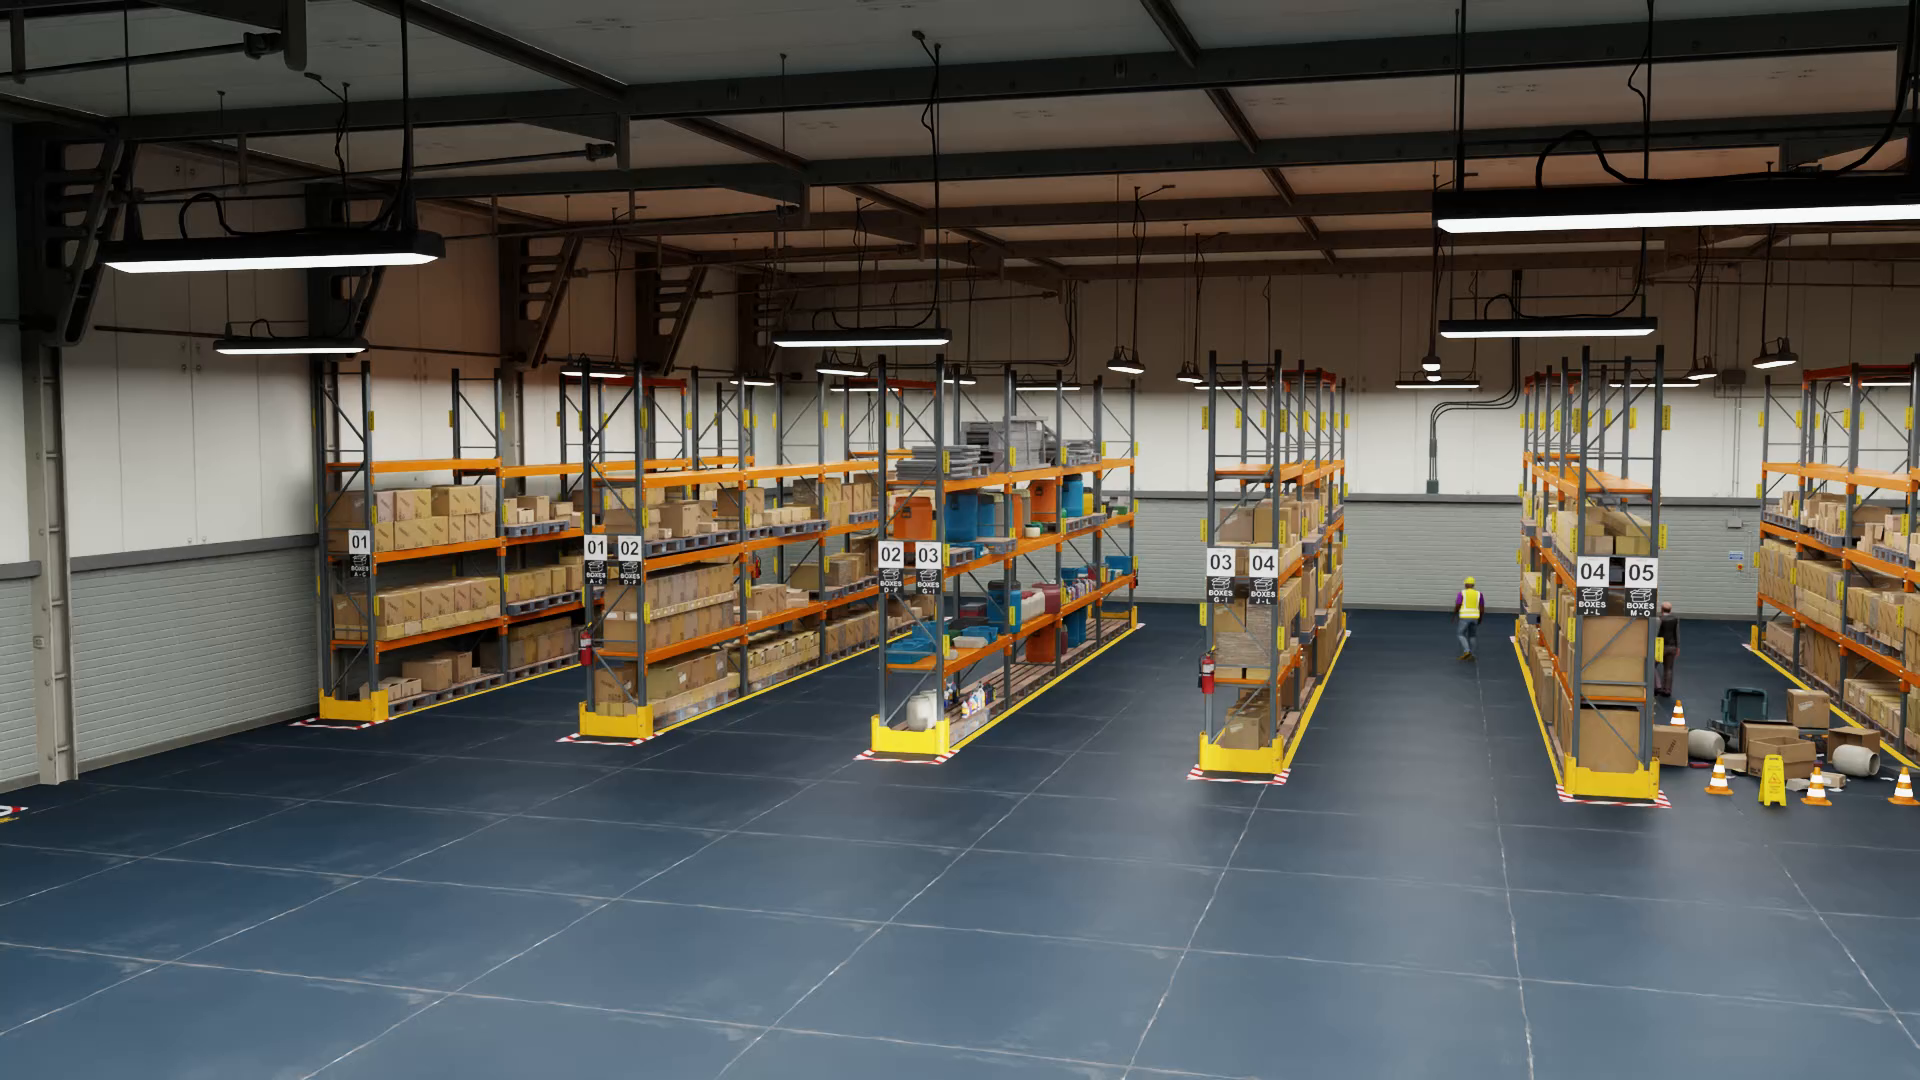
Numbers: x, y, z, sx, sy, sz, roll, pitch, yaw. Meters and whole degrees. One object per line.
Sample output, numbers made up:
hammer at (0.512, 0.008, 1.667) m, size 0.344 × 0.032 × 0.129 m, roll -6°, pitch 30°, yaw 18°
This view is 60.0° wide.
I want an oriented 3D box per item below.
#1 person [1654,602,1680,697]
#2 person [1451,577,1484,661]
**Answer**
person at (12.801, 1.995, 30.223) m, size 0.567 × 1.748 × 0.389 m, roll -1°, pitch 4°, yaw -7°
person at (10.662, 1.656, 34.803) m, size 0.649 × 1.741 × 0.649 m, roll 0°, pitch 4°, yaw -7°
